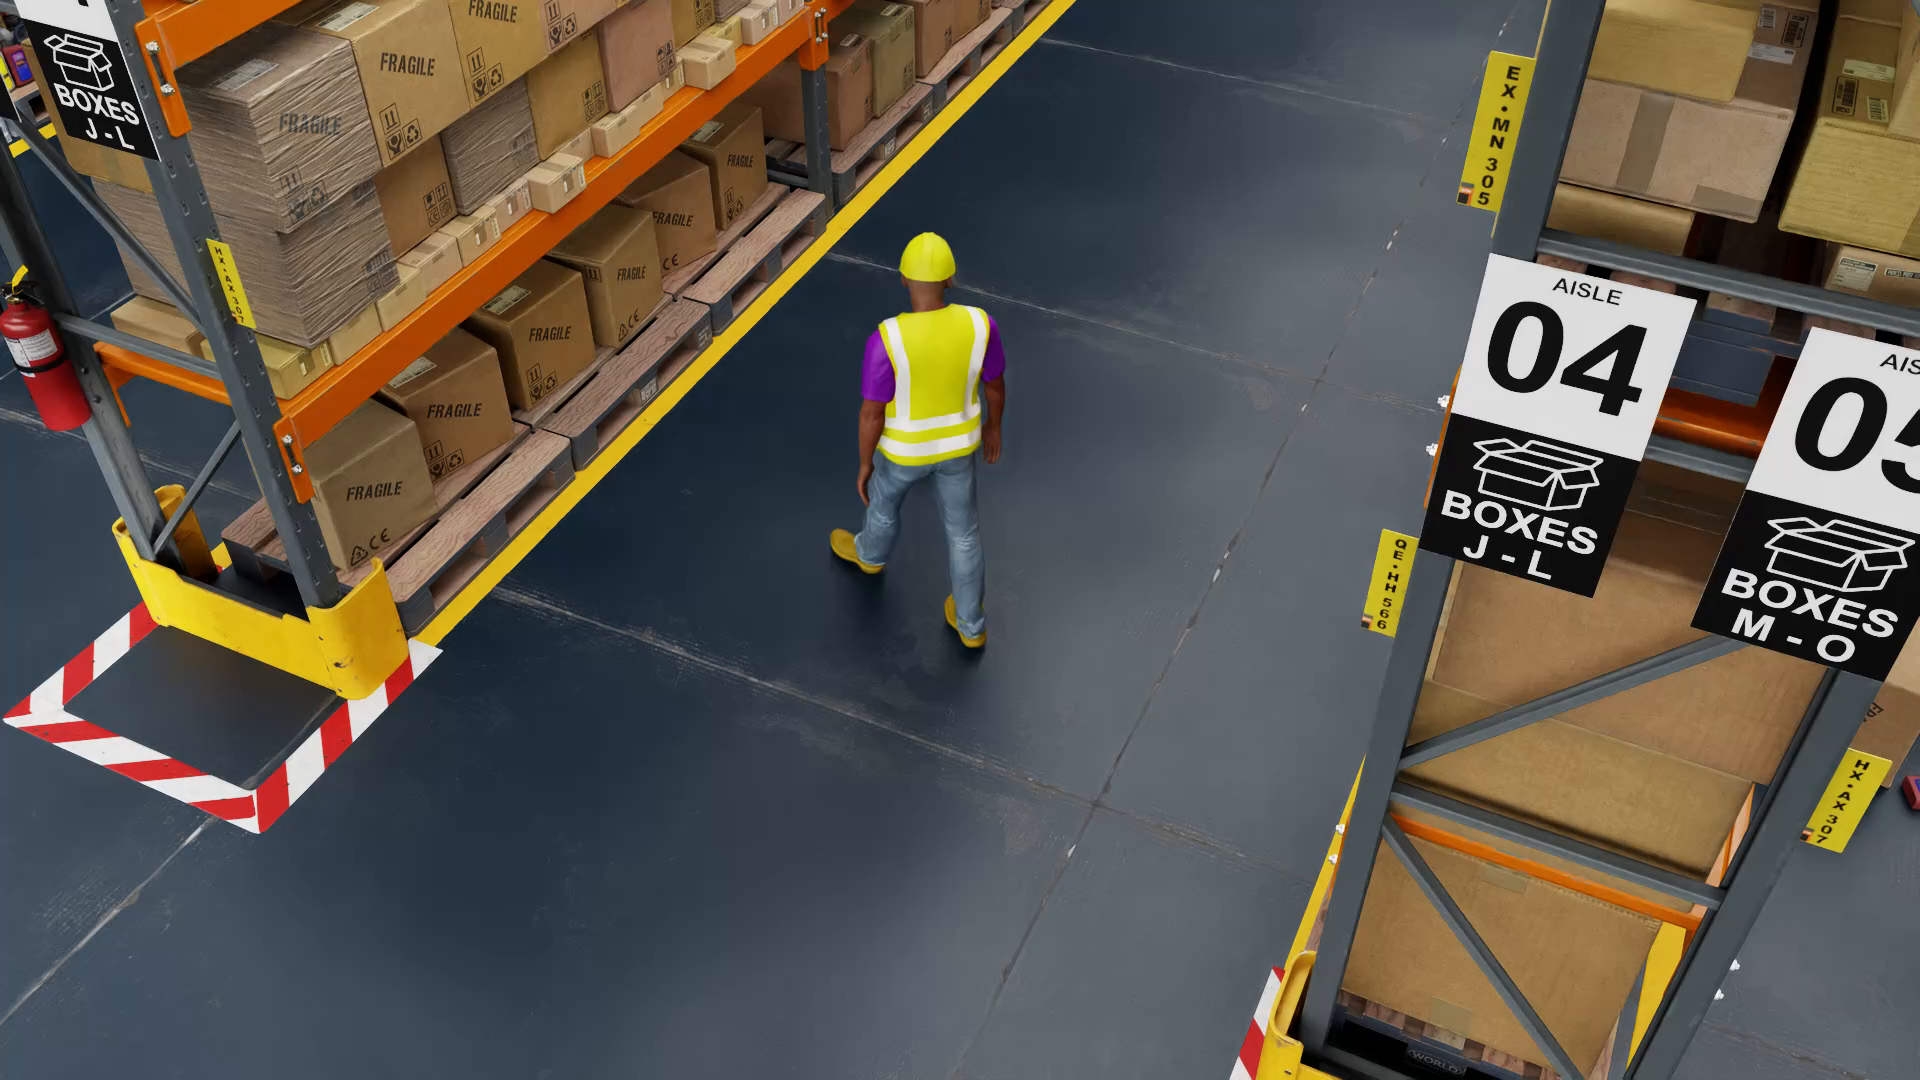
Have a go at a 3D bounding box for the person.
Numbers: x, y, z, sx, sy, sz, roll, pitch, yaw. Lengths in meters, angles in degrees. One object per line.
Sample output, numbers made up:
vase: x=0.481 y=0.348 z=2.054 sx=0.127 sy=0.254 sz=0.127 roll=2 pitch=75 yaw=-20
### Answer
person: x=-0.144 y=-0.433 z=6.618 sx=0.649 sy=1.725 sz=0.881 roll=-13 pitch=43 yaw=-14
